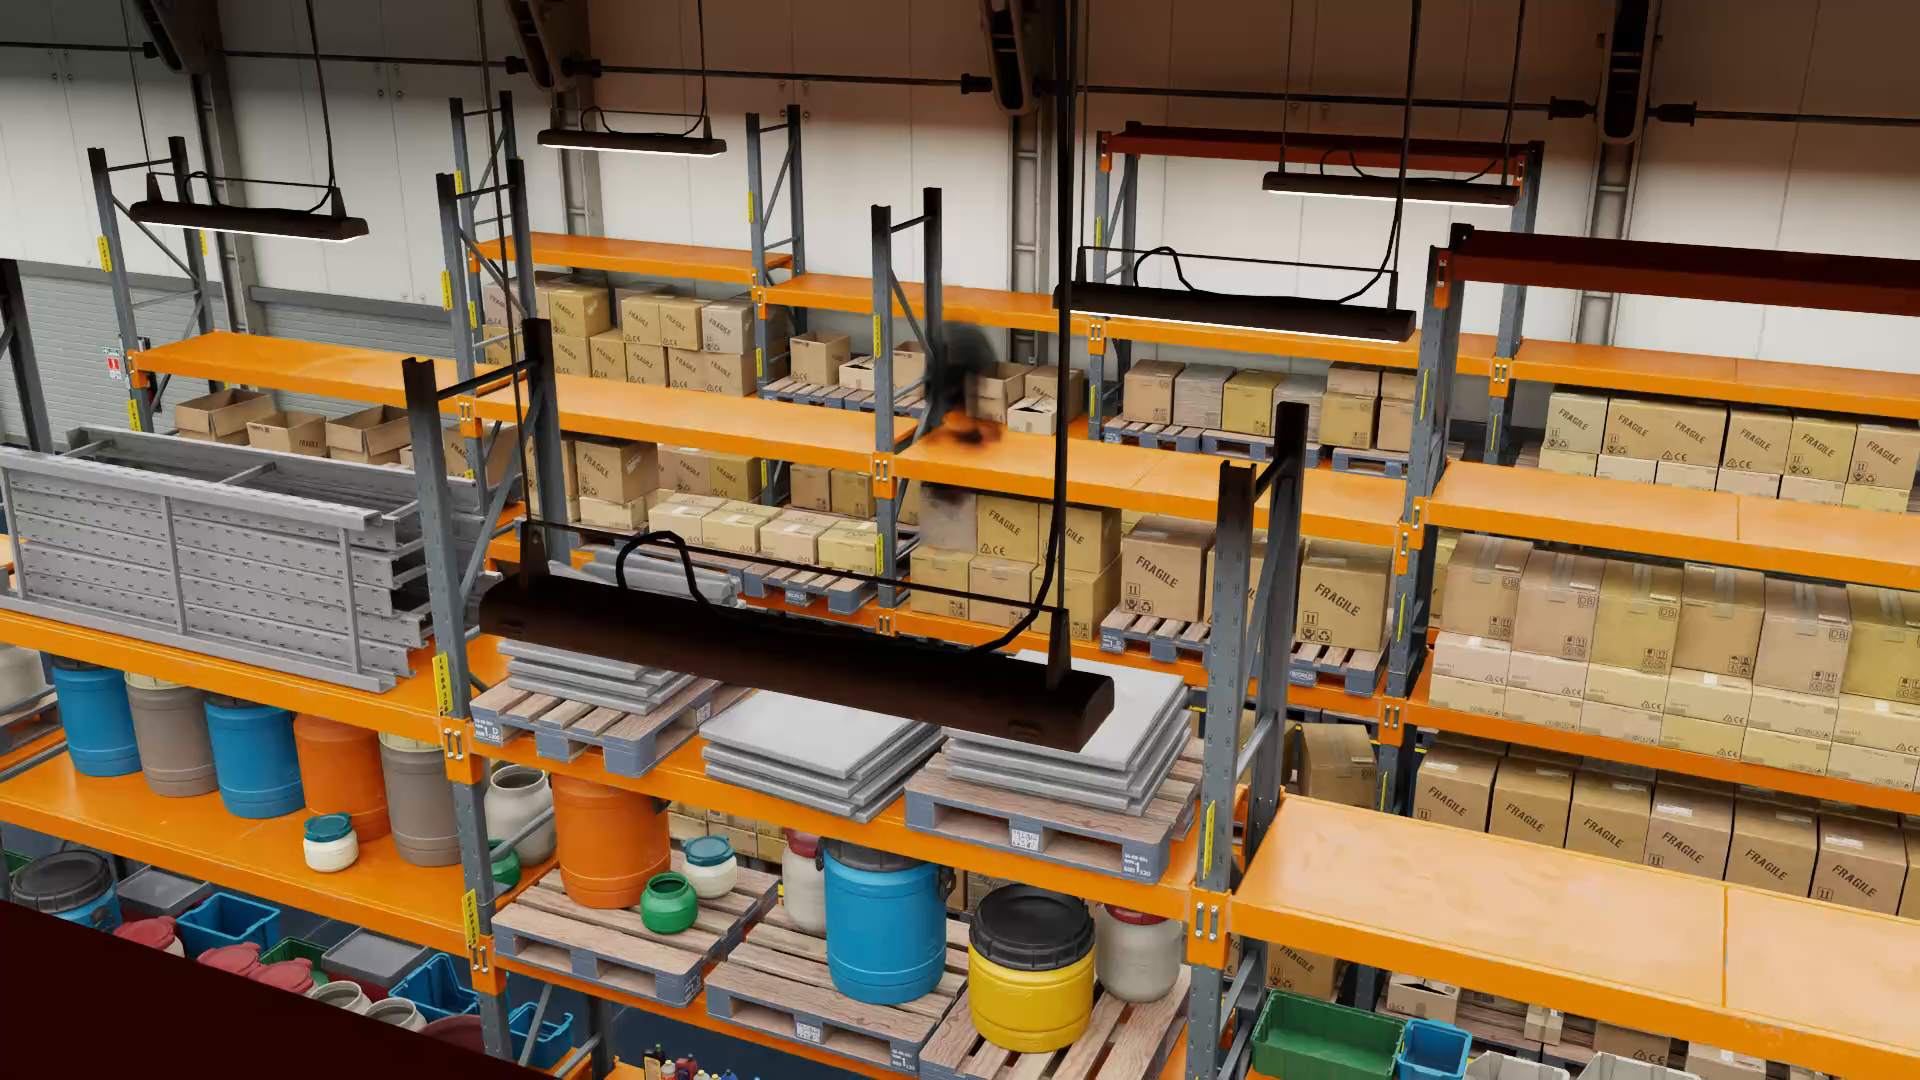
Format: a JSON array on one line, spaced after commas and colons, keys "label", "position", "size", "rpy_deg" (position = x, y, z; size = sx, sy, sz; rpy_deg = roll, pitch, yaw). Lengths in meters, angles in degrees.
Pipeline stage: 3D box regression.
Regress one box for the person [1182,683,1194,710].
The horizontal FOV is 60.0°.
[{"label": "person", "position": [2.064, 1.540, 16.295], "size": [0.562, 1.618, 0.561], "rpy_deg": [8, 22, 21]}]
